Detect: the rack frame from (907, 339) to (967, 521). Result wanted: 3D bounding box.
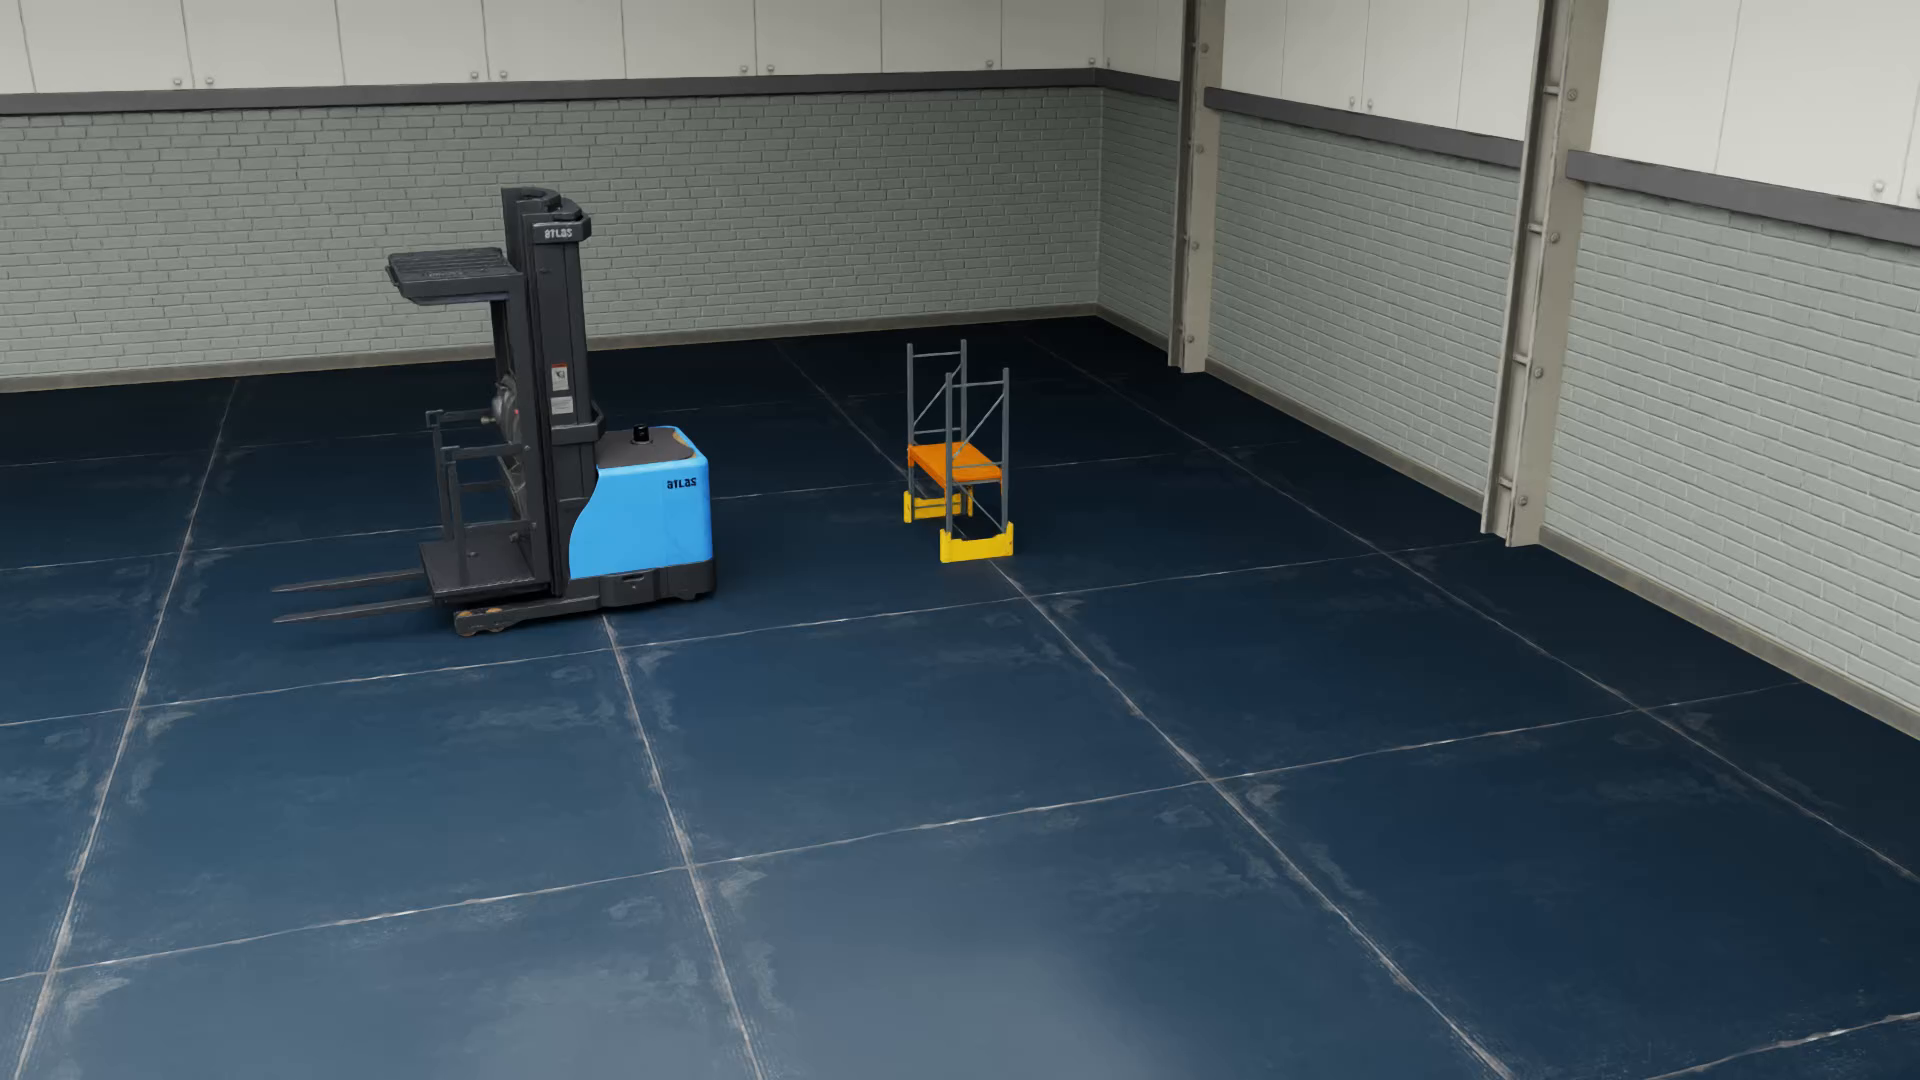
[{"bbox_3d":[-0.187,-0.896,13.693,0.500,1.500,0.032,-6,21,-17],"label":"rack frame"}]

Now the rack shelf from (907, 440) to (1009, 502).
[{"bbox_3d":[-0.027,-0.564,13.300,0.538,0.185,1.000,-6,21,-17],"label":"rack shelf"}]

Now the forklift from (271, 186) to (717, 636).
[{"bbox_3d":[-3.358,-0.913,11.623,3.031,2.935,1.130,-8,21,-21],"label":"forklift"}]

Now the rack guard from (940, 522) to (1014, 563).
[{"bbox_3d":[0.133,0.018,12.997,0.587,0.250,0.087,-6,21,-17],"label":"rack guard"}]

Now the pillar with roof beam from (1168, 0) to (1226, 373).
[{"bbox_3d":[-1.512,-5.726,16.045,9.100,9.000,0.400,-6,21,-17],"label":"pillar with roof beam"}]

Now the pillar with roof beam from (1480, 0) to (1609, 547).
[{"bbox_3d":[0.374,-3.800,10.684,9.100,9.000,0.400,-6,21,-17],"label":"pillar with roof beam"}]

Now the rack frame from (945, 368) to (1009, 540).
[{"bbox_3d":[0.133,-0.570,12.785,0.500,1.500,0.032,-6,21,-17],"label":"rack frame"}]

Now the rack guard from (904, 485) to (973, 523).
[{"bbox_3d":[-0.180,-0.302,13.887,0.587,0.250,0.087,-6,21,-17],"label":"rack guard"}]

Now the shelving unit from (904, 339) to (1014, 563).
[{"bbox_3d":[-0.024,-0.730,13.231,0.587,1.500,1.083,-6,21,-17],"label":"shelving unit"}]
